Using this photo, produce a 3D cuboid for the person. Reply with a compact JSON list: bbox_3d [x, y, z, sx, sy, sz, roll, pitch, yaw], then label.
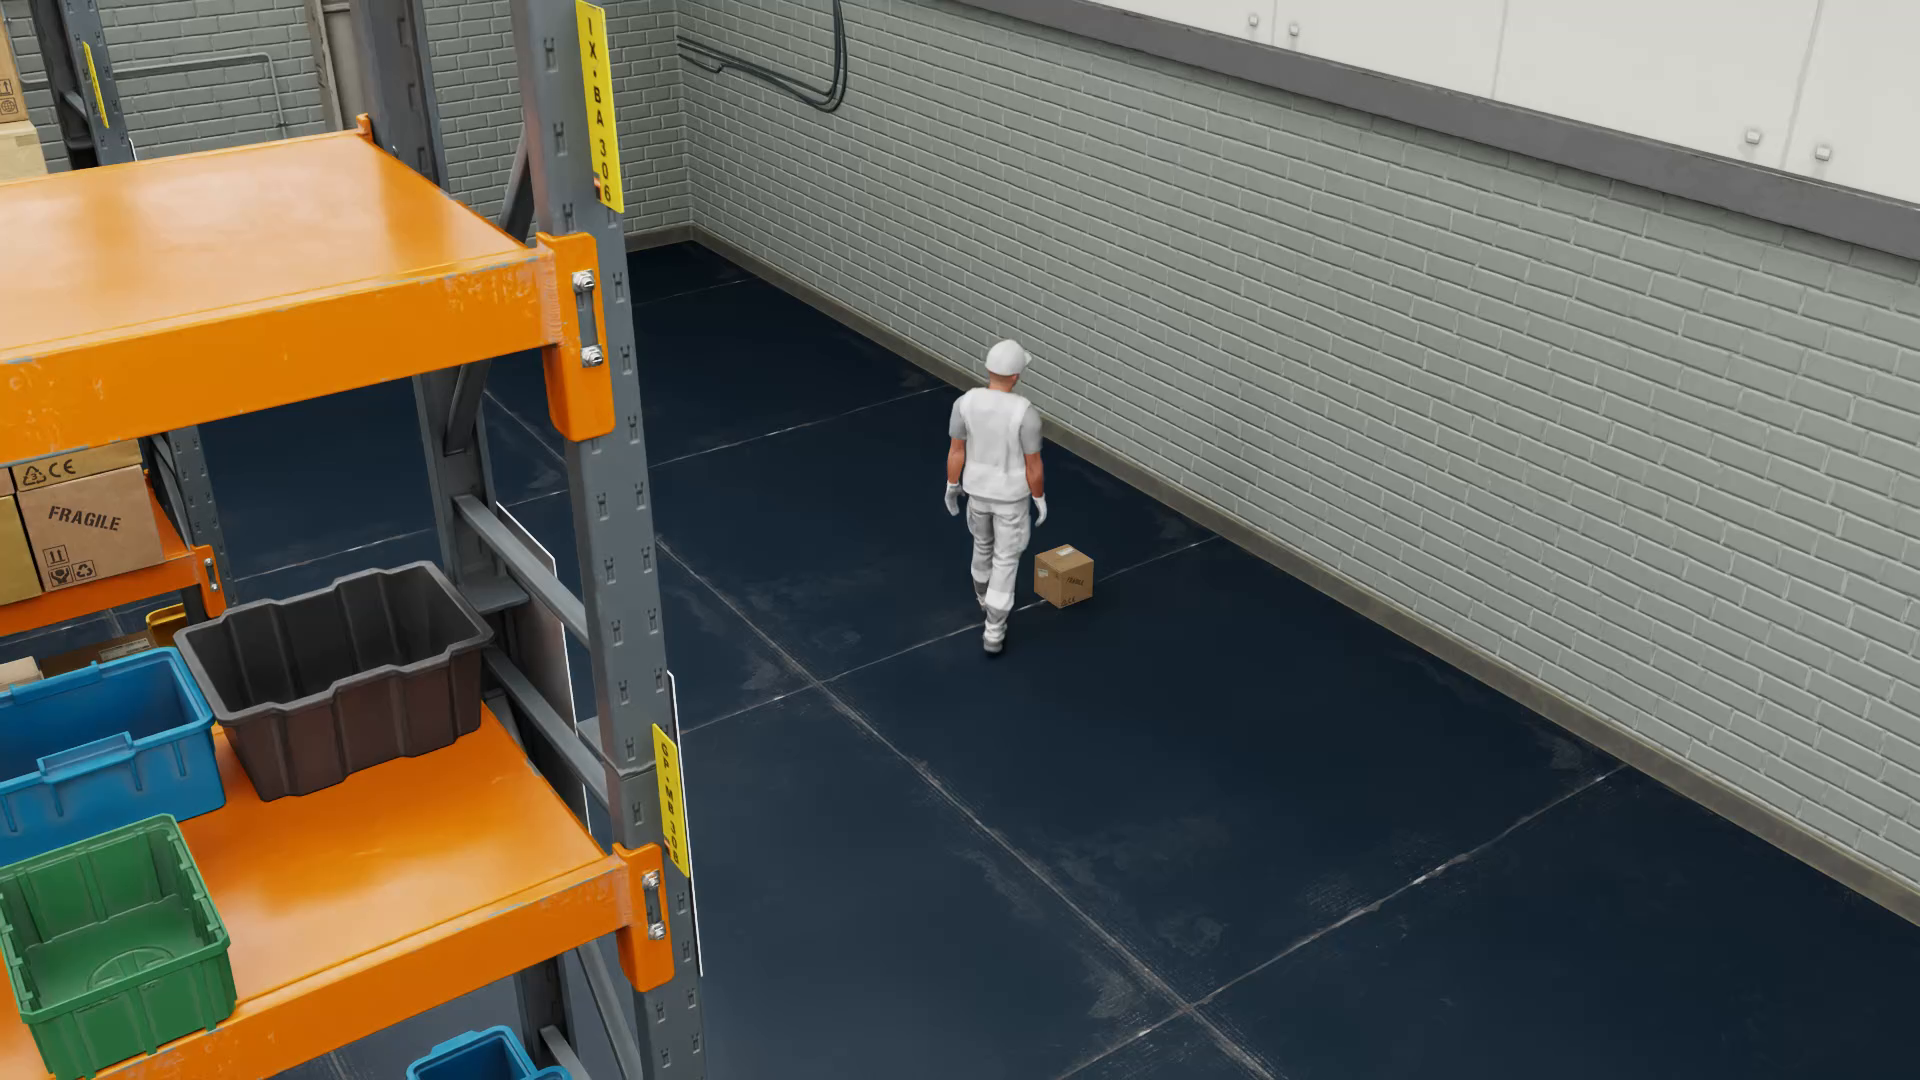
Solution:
[{"bbox_3d":[0.245,-0.297,9.199,0.568,1.783,0.708,13,31,22],"label":"person"}]
